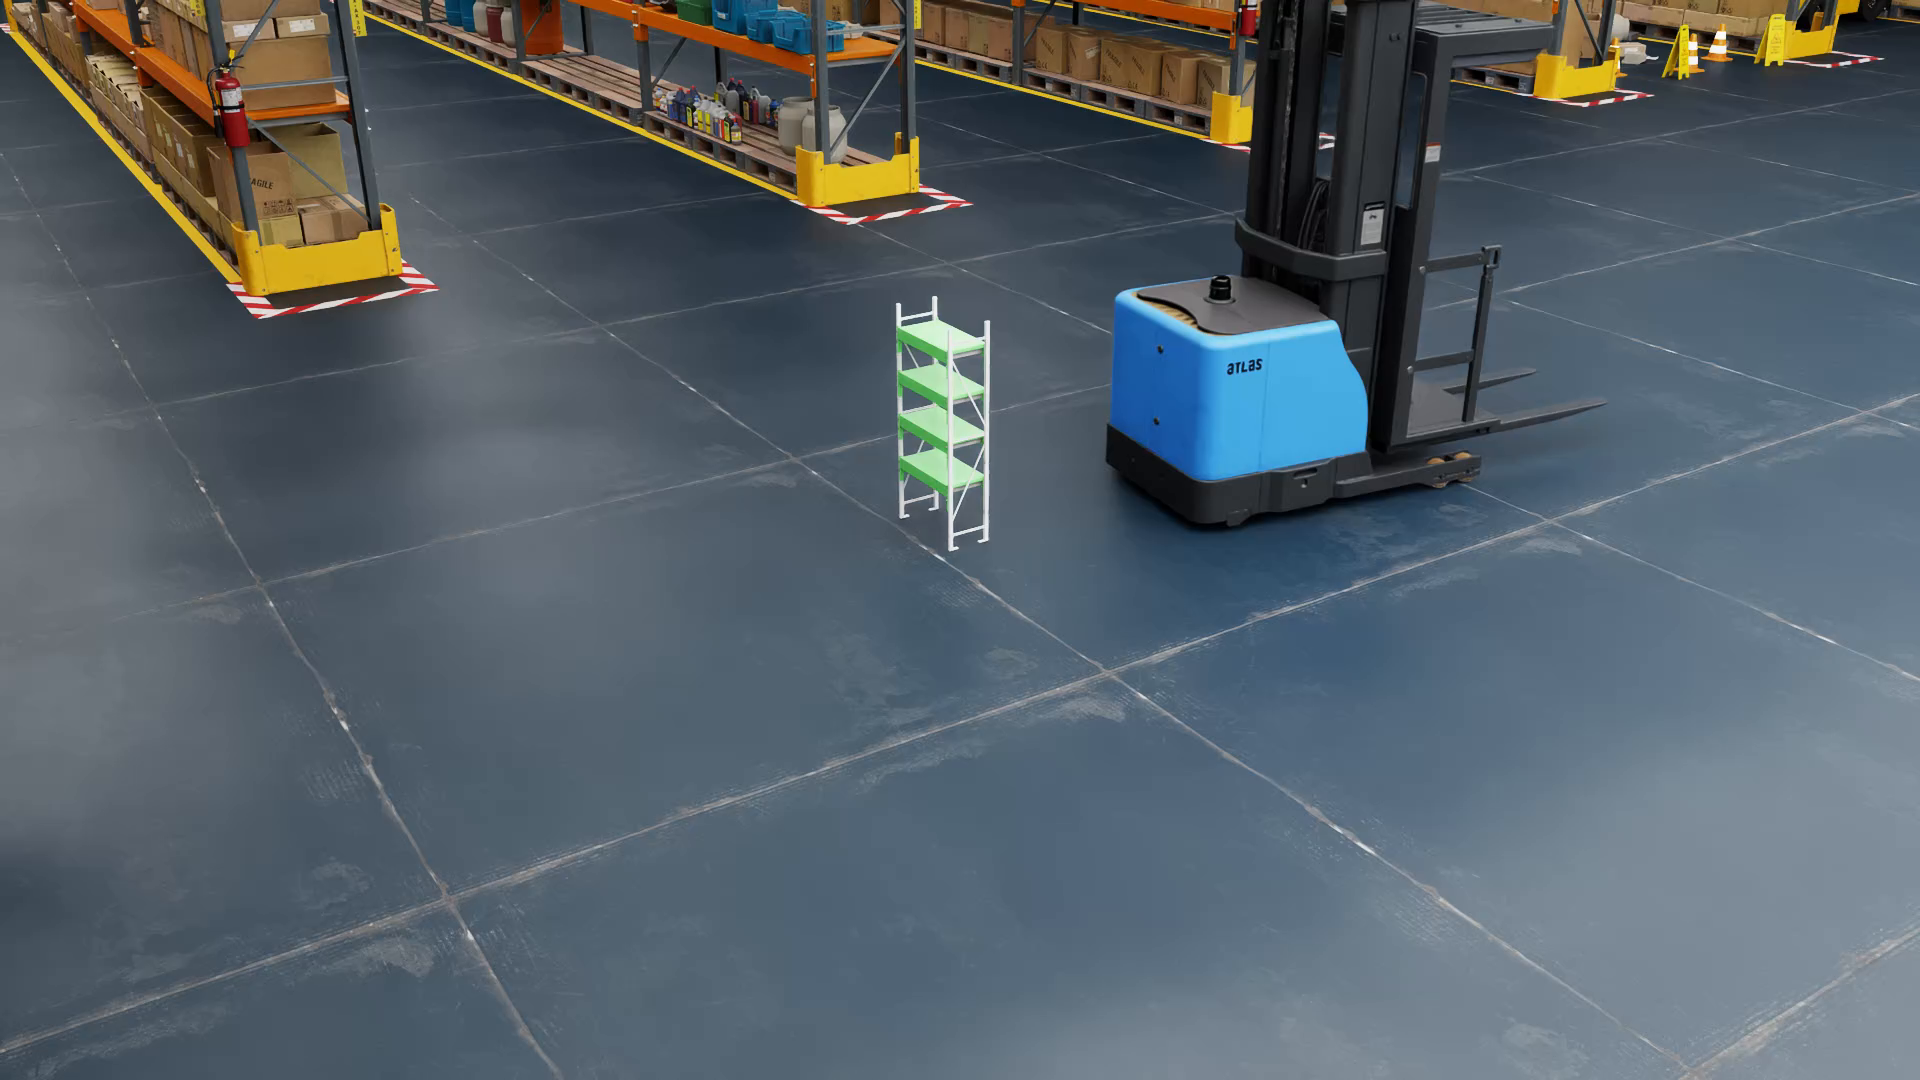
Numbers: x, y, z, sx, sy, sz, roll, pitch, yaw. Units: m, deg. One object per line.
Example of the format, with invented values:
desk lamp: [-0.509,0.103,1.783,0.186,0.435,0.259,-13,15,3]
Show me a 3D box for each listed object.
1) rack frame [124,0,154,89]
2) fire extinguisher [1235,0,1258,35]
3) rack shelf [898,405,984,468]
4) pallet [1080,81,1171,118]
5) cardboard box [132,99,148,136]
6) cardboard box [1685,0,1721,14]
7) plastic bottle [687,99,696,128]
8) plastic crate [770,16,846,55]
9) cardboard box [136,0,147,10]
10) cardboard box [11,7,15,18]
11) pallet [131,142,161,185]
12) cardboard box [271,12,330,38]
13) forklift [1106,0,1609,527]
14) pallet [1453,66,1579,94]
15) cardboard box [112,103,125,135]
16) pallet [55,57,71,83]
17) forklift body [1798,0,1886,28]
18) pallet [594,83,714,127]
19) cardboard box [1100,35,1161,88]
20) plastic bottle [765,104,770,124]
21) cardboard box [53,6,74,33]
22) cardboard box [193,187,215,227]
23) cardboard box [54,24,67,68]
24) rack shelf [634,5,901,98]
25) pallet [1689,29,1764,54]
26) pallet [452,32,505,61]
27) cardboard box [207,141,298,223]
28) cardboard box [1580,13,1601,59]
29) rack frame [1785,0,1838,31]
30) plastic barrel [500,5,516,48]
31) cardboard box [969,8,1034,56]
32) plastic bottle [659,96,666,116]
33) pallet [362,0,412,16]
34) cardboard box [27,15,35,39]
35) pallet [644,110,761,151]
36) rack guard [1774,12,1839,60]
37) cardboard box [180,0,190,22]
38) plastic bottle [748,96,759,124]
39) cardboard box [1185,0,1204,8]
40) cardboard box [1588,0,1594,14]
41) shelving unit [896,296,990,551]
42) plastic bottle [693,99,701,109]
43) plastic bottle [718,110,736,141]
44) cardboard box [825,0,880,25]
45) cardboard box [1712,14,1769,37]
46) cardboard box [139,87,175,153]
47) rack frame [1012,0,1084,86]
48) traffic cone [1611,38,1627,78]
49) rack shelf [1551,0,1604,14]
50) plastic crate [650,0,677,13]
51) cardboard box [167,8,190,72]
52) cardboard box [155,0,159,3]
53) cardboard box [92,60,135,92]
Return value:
rack frame: [-7.199,-4.843,15.496,1.000,3.000,0.127,-16,29,-30]
fire extinguisher: [2.963,-5.537,17.055,0.296,0.674,0.183,-16,29,-30]
rack shelf: [-0.090,-0.544,8.647,0.258,0.148,0.480,-16,29,-30]
pallet: [2.169,-5.221,19.562,1.003,0.211,1.213,-16,29,-30]
cardboard box: [-7.660,-4.122,16.039,0.500,0.311,0.500,-16,29,-30]
cardboard box: [10.646,-7.727,23.454,0.500,0.500,0.500,-14,29,-28]
plastic bottle: [-2.796,-4.445,17.320,0.061,0.283,0.133,-14,29,-27]
plastic crate: [-1.387,-4.608,15.171,0.499,0.251,0.616,-16,29,-30]
cardboard box: [-7.892,-5.356,16.464,0.500,0.500,0.500,-13,28,-26]
cardboard box: [-13.809,-7.815,24.616,0.380,0.149,0.250,-16,29,-30]
pallet: [-7.634,-3.837,16.630,1.003,0.211,1.213,-16,29,-30]
cardboard box: [-5.049,-3.942,12.709,0.380,0.149,0.250,-16,30,-30]
forklift: [2.393,-1.808,9.147,3.031,2.935,1.130,-11,28,-23]
pallet: [6.995,-5.847,20.888,1.003,0.211,1.213,-16,29,-30]
cardboard box: [-8.499,-4.417,17.322,0.500,0.250,0.500,-15,29,-29]
pallet: [-11.091,-6.162,21.555,1.003,0.211,1.213,-16,29,-30]
forklift body: [13.183,-9.057,25.416,2.313,2.155,1.214,-16,29,-30]
pallet: [-3.508,-5.007,19.110,1.003,0.211,1.213,-16,29,-30]
cardboard box: [2.011,-5.651,19.643,0.500,0.500,0.500,-19,31,-34]
plastic bottle: [-2.000,-4.488,17.505,0.097,0.201,0.097,0,25,0]
cardboard box: [-10.686,-6.346,20.213,0.500,0.250,0.500,-16,30,-31]
cardboard box: [-6.113,-2.837,13.974,0.500,0.250,0.500,-16,29,-30]
cardboard box: [-10.939,-6.175,20.730,0.500,0.500,0.500,-15,29,-29]
rack shelf: [-1.955,-4.956,16.577,1.077,0.370,4.000,-16,29,-30]
pallet: [11.134,-7.095,23.531,1.003,0.211,1.213,-16,29,-30]
pallet: [-6.358,-6.874,23.065,1.003,0.211,1.213,-16,29,-30]
cardboard box: [-5.558,-2.821,13.062,0.500,0.500,0.500,-16,29,-30]
cardboard box: [8.510,-6.939,22.859,0.637,0.503,0.797,7,26,15]
rack frame: [11.590,-8.030,22.245,1.000,3.000,0.127,-16,29,-30]
plastic barrel: [-5.895,-6.844,22.157,0.421,0.512,0.421,0,25,0]
cardboard box: [0.541,-6.619,21.670,0.700,0.500,0.500,-16,29,-30]
plastic bottle: [-3.185,-4.678,17.907,0.097,0.201,0.097,0,25,0]
pallet: [-9.180,-8.724,26.982,1.003,0.211,1.213,-16,29,-30]
cardboard box: [-12.525,-7.094,22.898,0.500,0.311,0.500,-16,29,-30]
pallet: [-2.715,-4.486,18.005,1.003,0.211,1.213,-16,29,-30]
rack guard: [11.548,-6.926,22.836,1.175,0.500,0.348,-16,29,-30]
cardboard box: [-6.092,-4.306,13.482,0.380,0.149,0.250,-15,29,-28]
plastic bottle: [-2.176,-4.536,17.511,0.061,0.283,0.133,-16,29,-30]
cardboard box: [2.642,-5.827,17.874,0.380,0.149,0.250,-16,29,-30]
cardboard box: [9.502,-8.133,25.193,0.500,0.250,0.500,-17,30,-32]
shelving unit: [-0.090,-0.602,8.619,0.258,1.200,0.503,-16,29,-30]
plastic bottle: [-2.739,-4.465,17.375,0.097,0.271,0.097,0,25,0]
plastic bottle: [-2.348,-4.184,16.775,0.152,0.276,0.135,-15,29,-29]
cardboard box: [-1.440,-8.062,24.312,1.225,0.875,0.875,-17,30,-32]
cardboard box: [10.910,-7.211,23.240,0.500,0.250,0.500,-16,29,-30]
cardboard box: [-7.208,-3.890,15.328,0.500,0.500,0.500,-16,29,-30]
rack frame: [1.103,-7.151,20.384,1.000,3.000,0.127,-16,29,-30]
traffic cone: [8.397,-6.213,21.370,0.336,0.463,0.334,-16,29,-30]
rack shelf: [6.406,-7.230,21.394,1.077,0.370,4.000,-16,29,-30]
plastic crate: [-2.868,-5.752,17.493,0.767,0.338,0.504,-16,29,-30]
cardboard box: [-6.388,-4.364,14.363,0.700,0.500,0.500,-15,29,-29]
cardboard box: [-6.791,-4.766,14.454,0.380,0.149,0.250,-16,30,-30]
cardboard box: [-9.049,-5.033,17.969,0.500,0.311,0.500,-16,30,-31]
